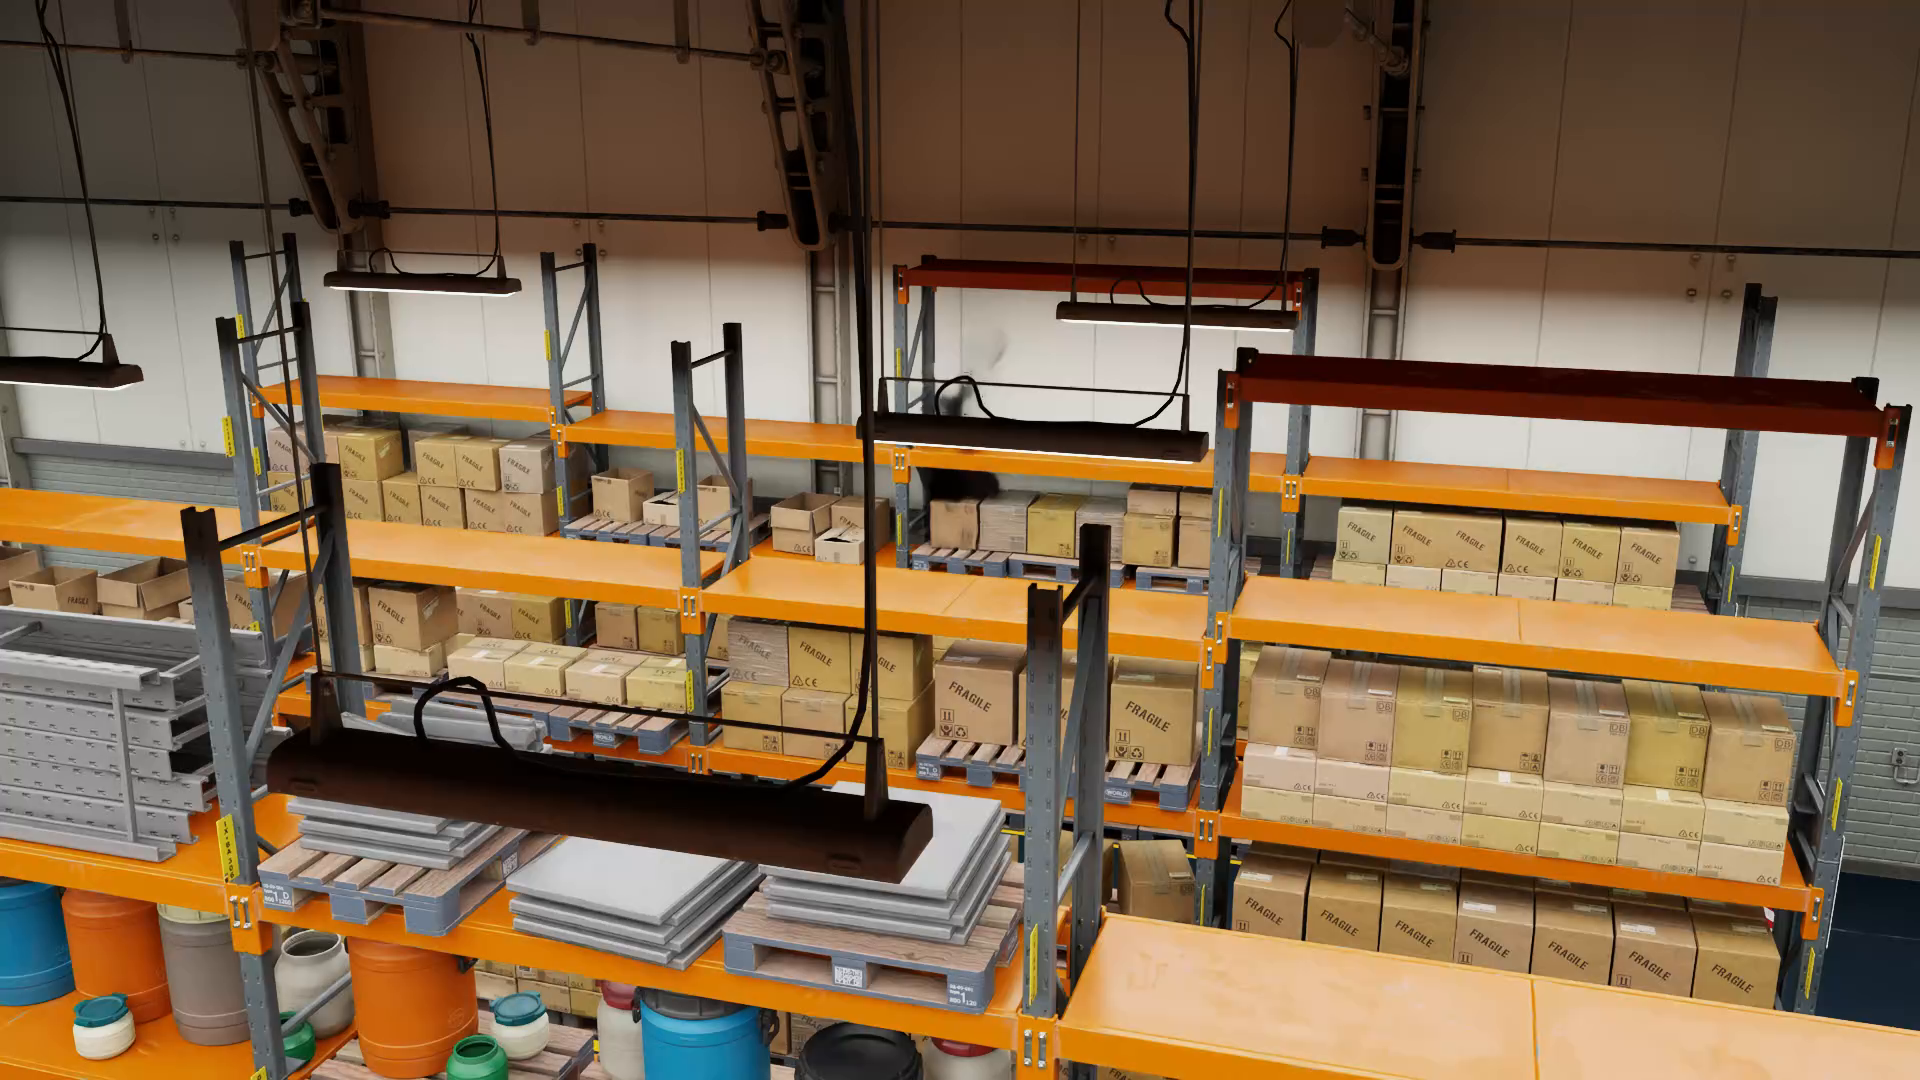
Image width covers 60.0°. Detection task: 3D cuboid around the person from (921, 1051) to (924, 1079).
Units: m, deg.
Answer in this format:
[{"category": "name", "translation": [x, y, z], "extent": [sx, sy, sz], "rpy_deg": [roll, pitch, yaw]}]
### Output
[{"category": "person", "translation": [-0.201, 4.187, 11.091], "extent": [0.849, 1.778, 0.648], "rpy_deg": [1, 16, 5]}]
